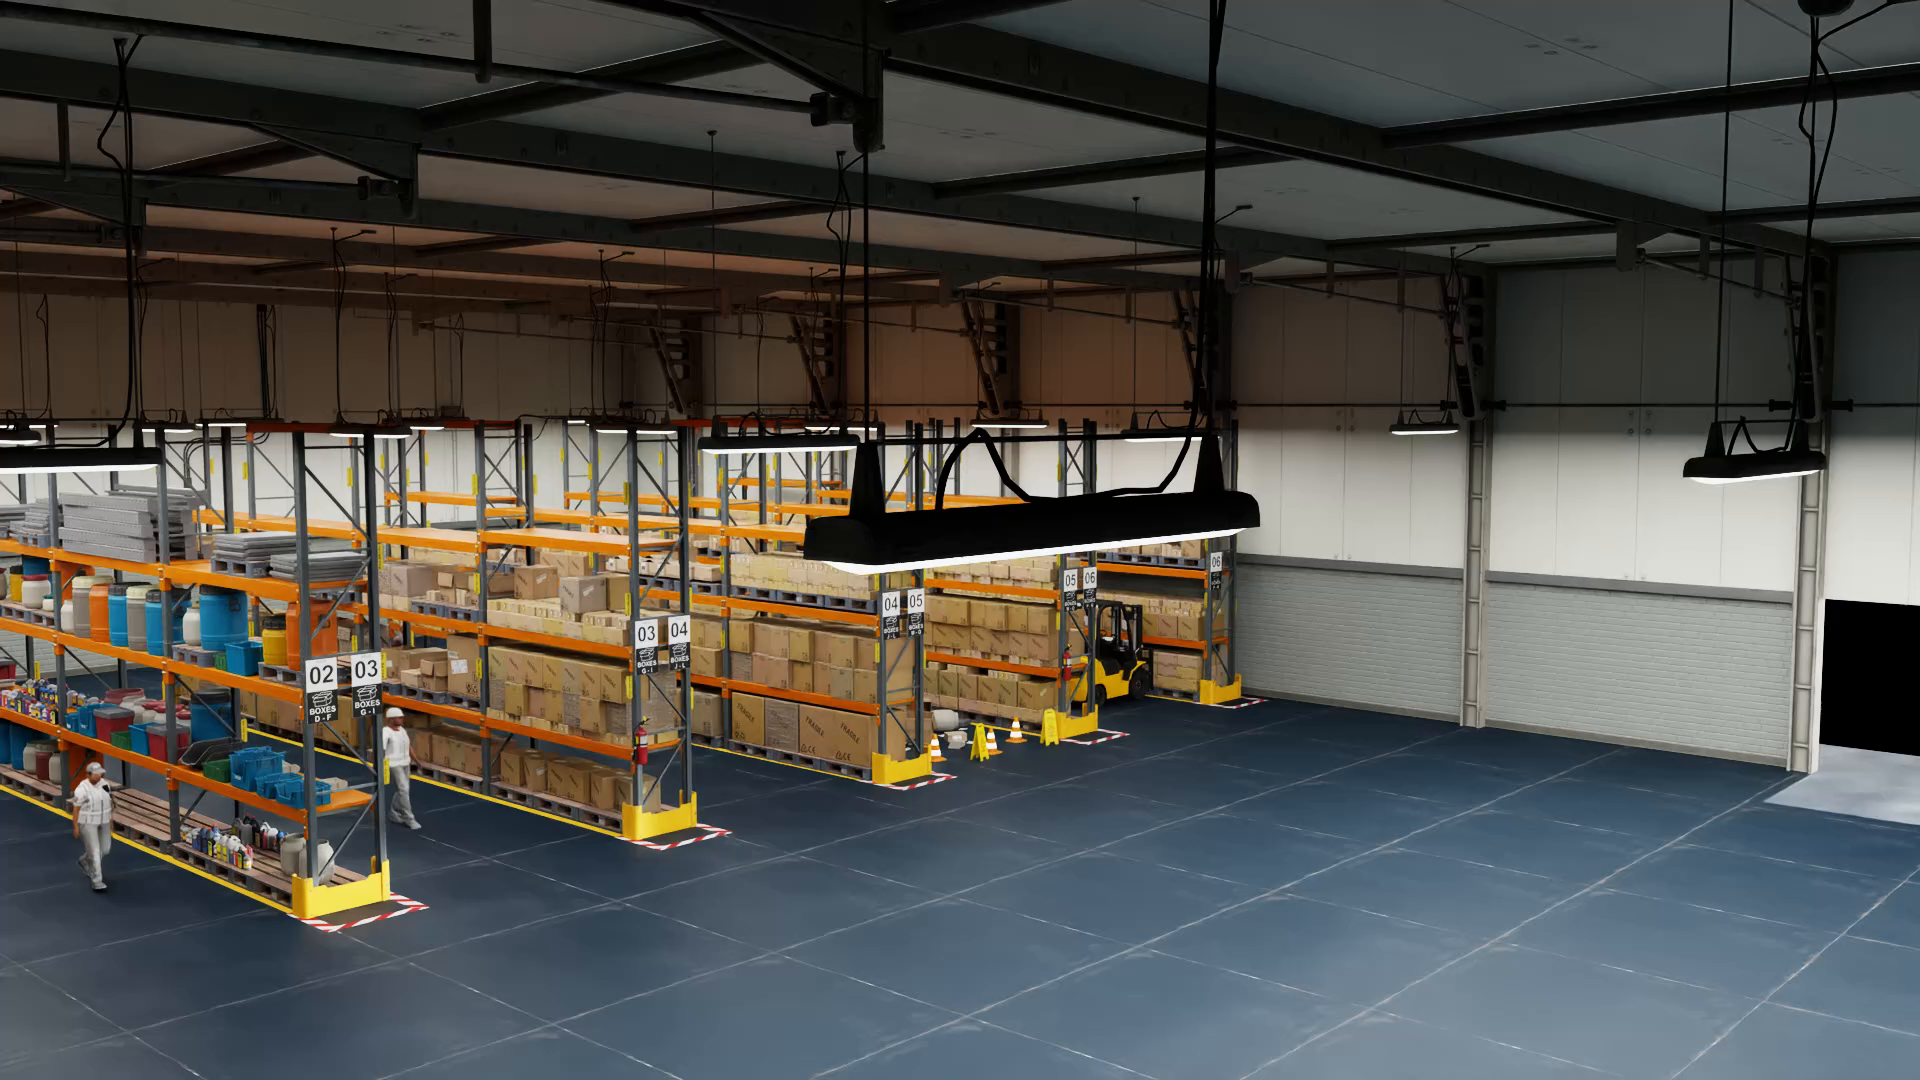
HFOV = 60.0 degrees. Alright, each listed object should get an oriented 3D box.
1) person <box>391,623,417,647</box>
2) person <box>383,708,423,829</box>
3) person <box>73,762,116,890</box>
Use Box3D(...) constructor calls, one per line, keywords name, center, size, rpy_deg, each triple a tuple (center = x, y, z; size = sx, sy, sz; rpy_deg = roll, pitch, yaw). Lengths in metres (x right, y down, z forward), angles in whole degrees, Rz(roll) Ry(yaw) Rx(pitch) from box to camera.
Box3D(name="person", center=(-11.595, 2.587, 34.885), size=(1.115, 1.707, 0.678), rpy_deg=(4, 6, 37))
Box3D(name="person", center=(-8.335, 3.415, 25.029), size=(0.728, 1.769, 0.588), rpy_deg=(1, 5, 17))
Box3D(name="person", center=(-11.417, 3.721, 21.908), size=(0.872, 1.609, 0.514), rpy_deg=(2, 5, 27))
